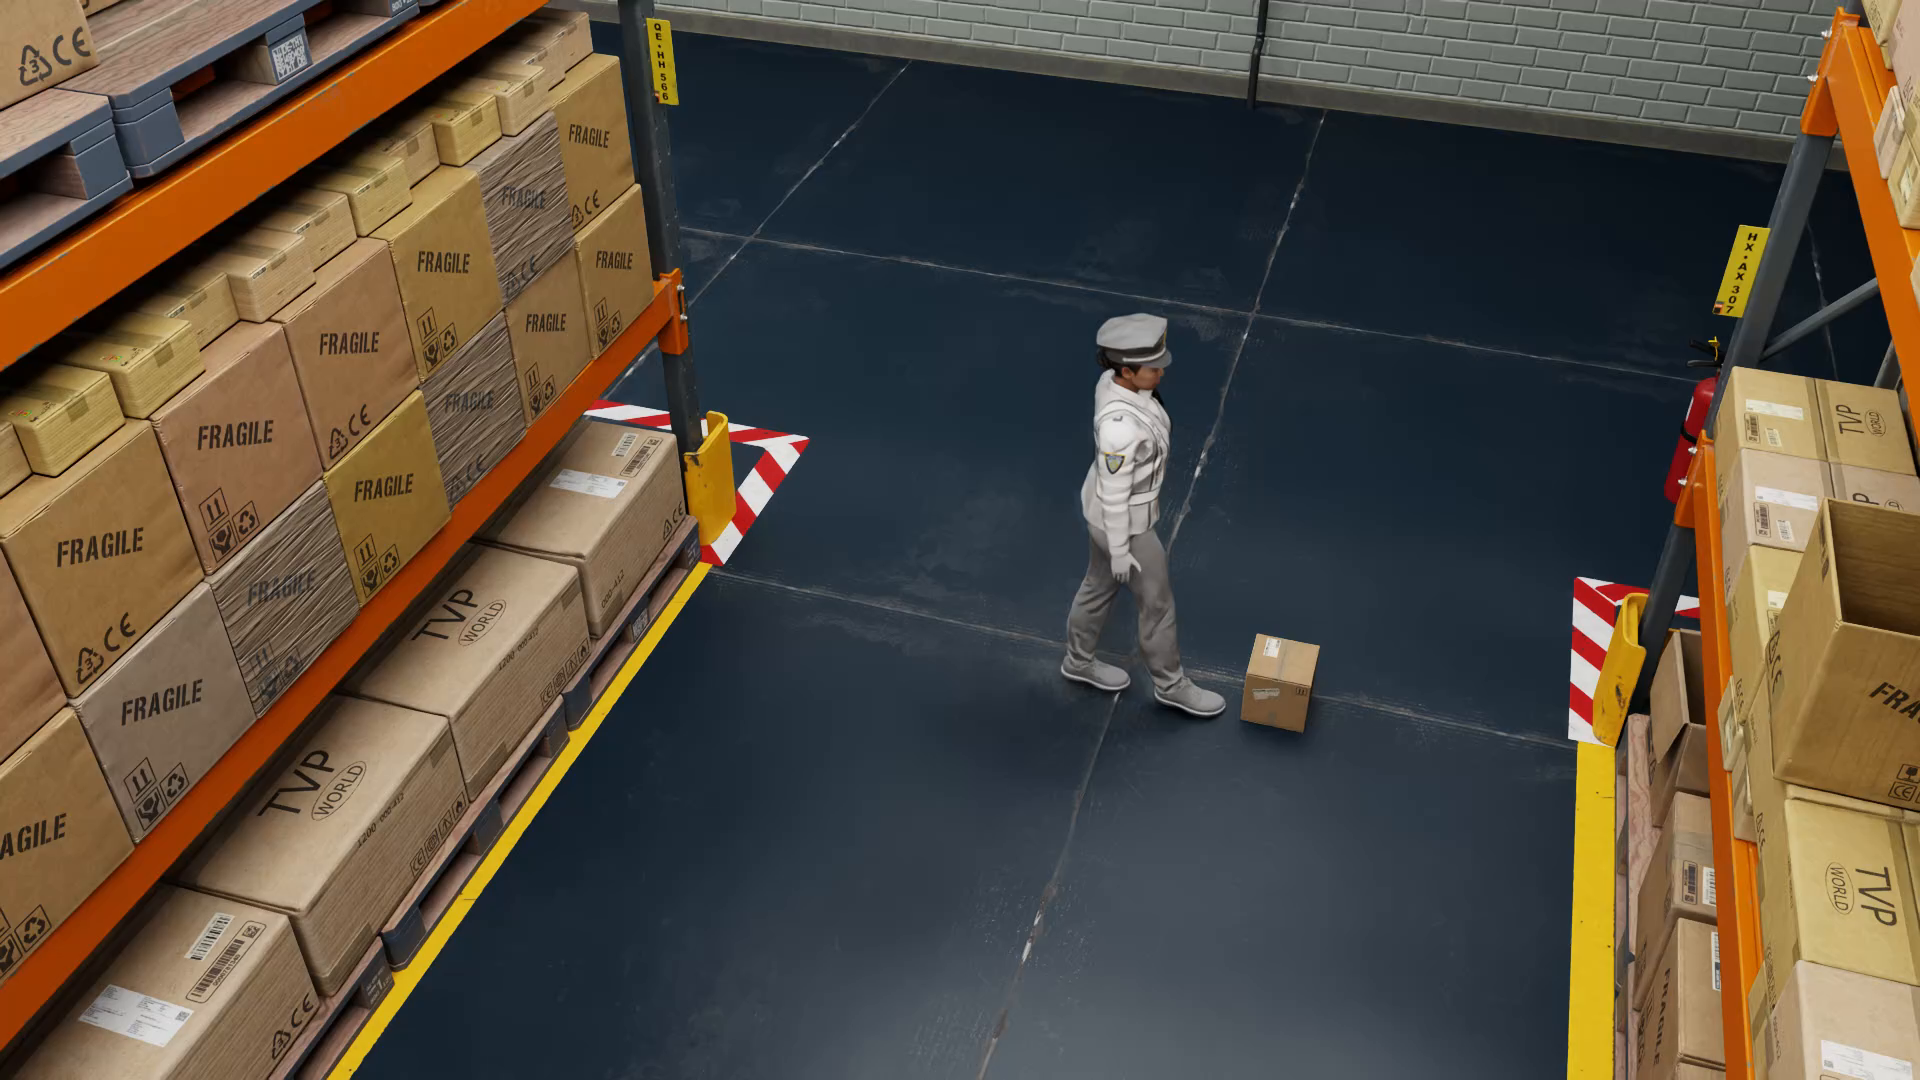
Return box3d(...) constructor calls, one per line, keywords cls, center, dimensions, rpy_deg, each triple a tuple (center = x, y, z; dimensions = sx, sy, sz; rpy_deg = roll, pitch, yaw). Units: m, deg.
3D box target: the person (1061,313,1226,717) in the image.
box3d(cls="person", center=(0.737, -0.083, 6.235), dimensions=(0.647, 1.663, 0.507), rpy_deg=(1, 37, 2))
